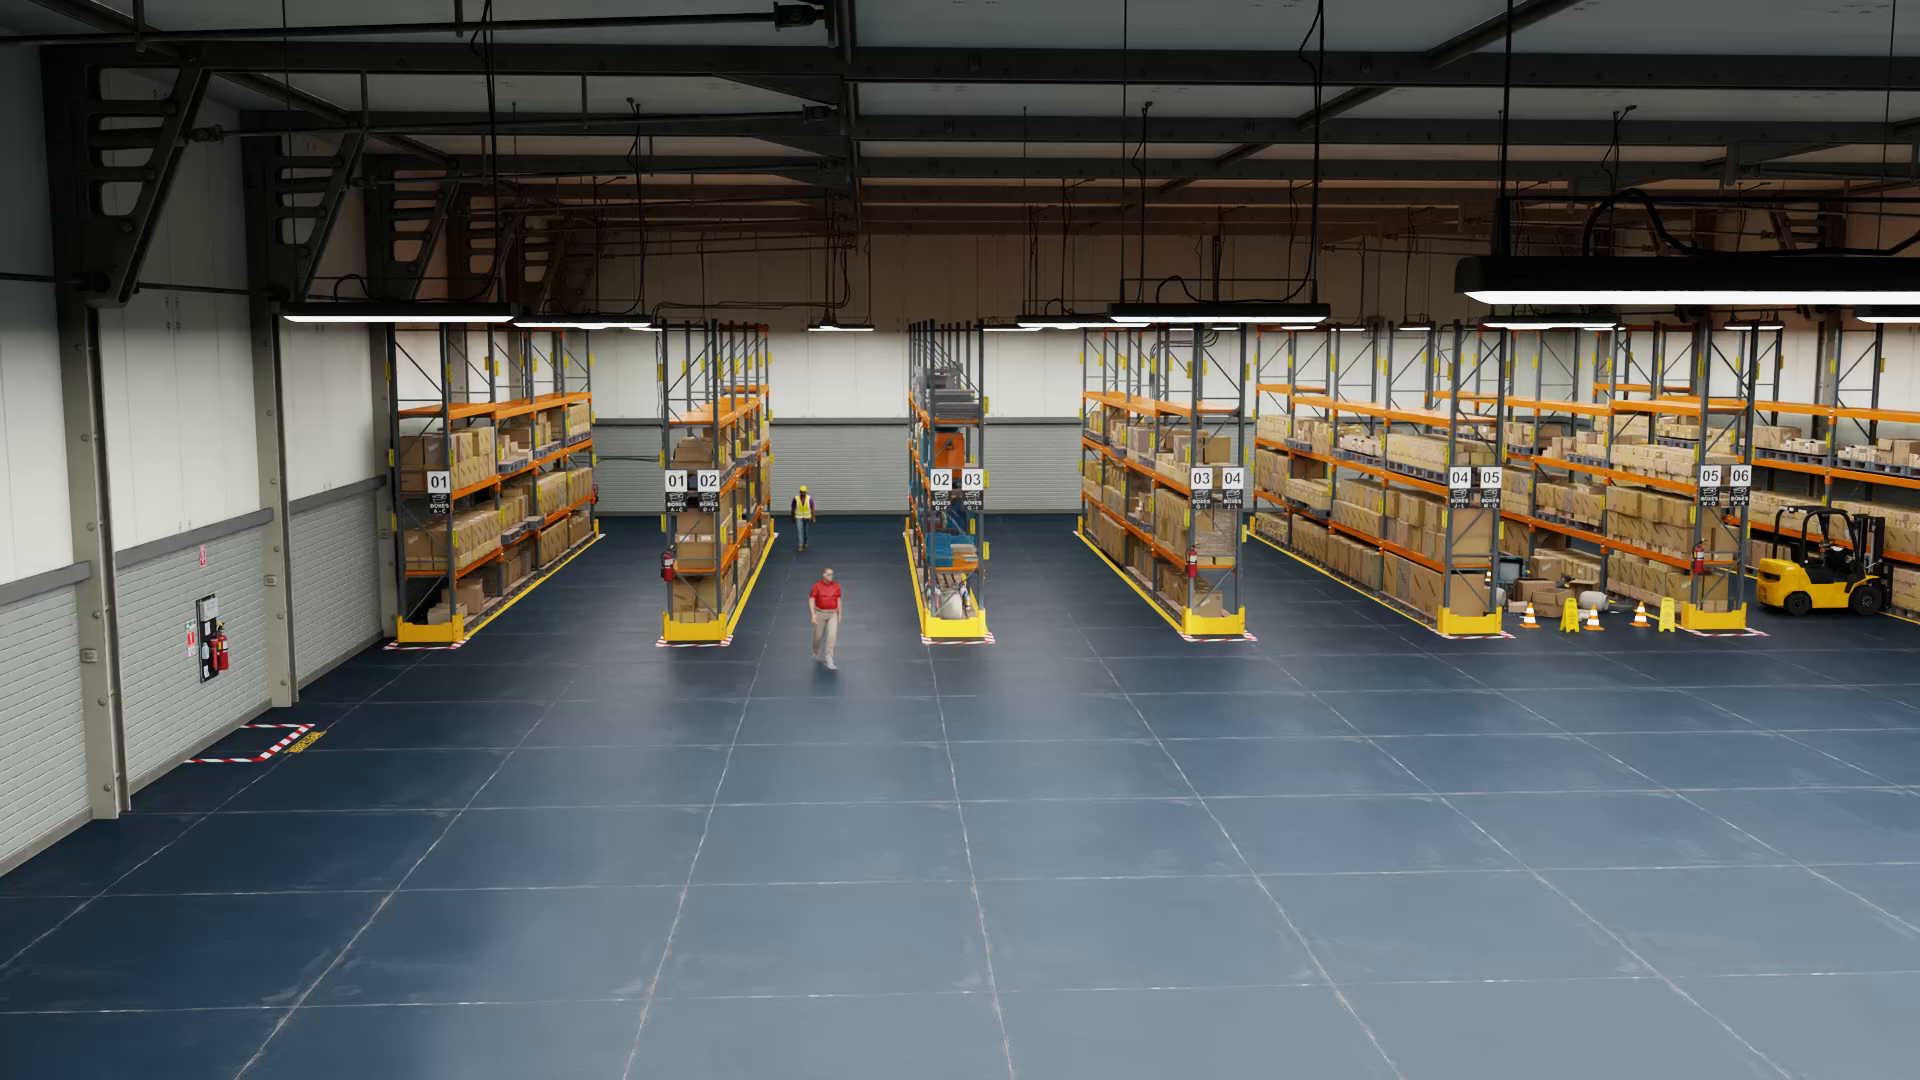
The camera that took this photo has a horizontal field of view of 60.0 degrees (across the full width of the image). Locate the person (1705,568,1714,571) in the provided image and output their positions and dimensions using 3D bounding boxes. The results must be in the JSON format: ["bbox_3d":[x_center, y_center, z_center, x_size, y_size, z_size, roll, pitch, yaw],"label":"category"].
[{"bbox_3d":[16.371,0.397,36.496,0.513,1.671,0.700,-2,7,-14],"label":"person"}]

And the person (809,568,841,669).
[{"bbox_3d":[-2.313,1.331,28.853,0.633,1.704,0.858,-3,8,-25],"label":"person"}]

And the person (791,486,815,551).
[{"bbox_3d":[-4.158,-0.587,44.128,0.631,1.709,1.081,-1,7,-6],"label":"person"}]
